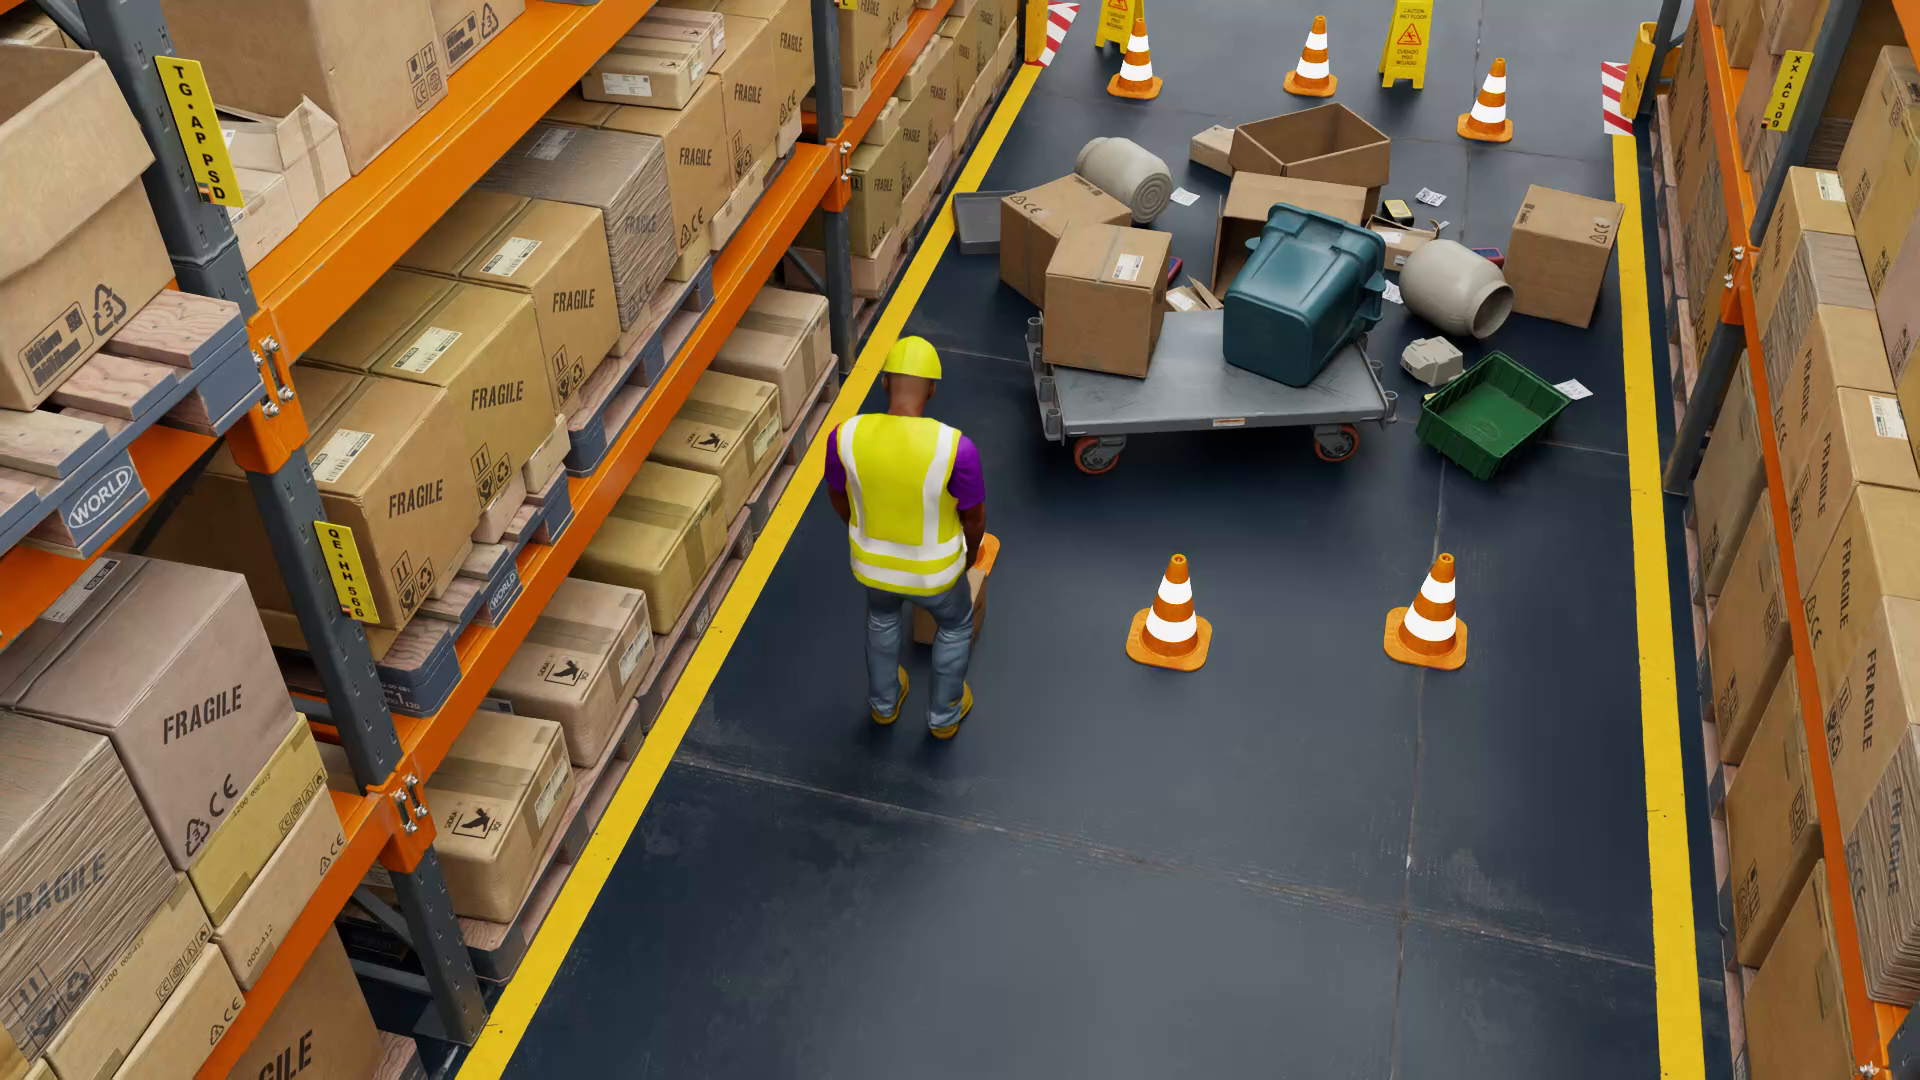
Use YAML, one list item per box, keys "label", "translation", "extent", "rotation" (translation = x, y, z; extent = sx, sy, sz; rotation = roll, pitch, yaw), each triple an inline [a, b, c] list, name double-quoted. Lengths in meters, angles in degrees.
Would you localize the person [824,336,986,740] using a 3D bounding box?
- label: "person"
  translation: [-0.192, 0.026, 6.166]
  extent: [0.598, 1.696, 0.491]
  rotation: [11, 42, 12]
